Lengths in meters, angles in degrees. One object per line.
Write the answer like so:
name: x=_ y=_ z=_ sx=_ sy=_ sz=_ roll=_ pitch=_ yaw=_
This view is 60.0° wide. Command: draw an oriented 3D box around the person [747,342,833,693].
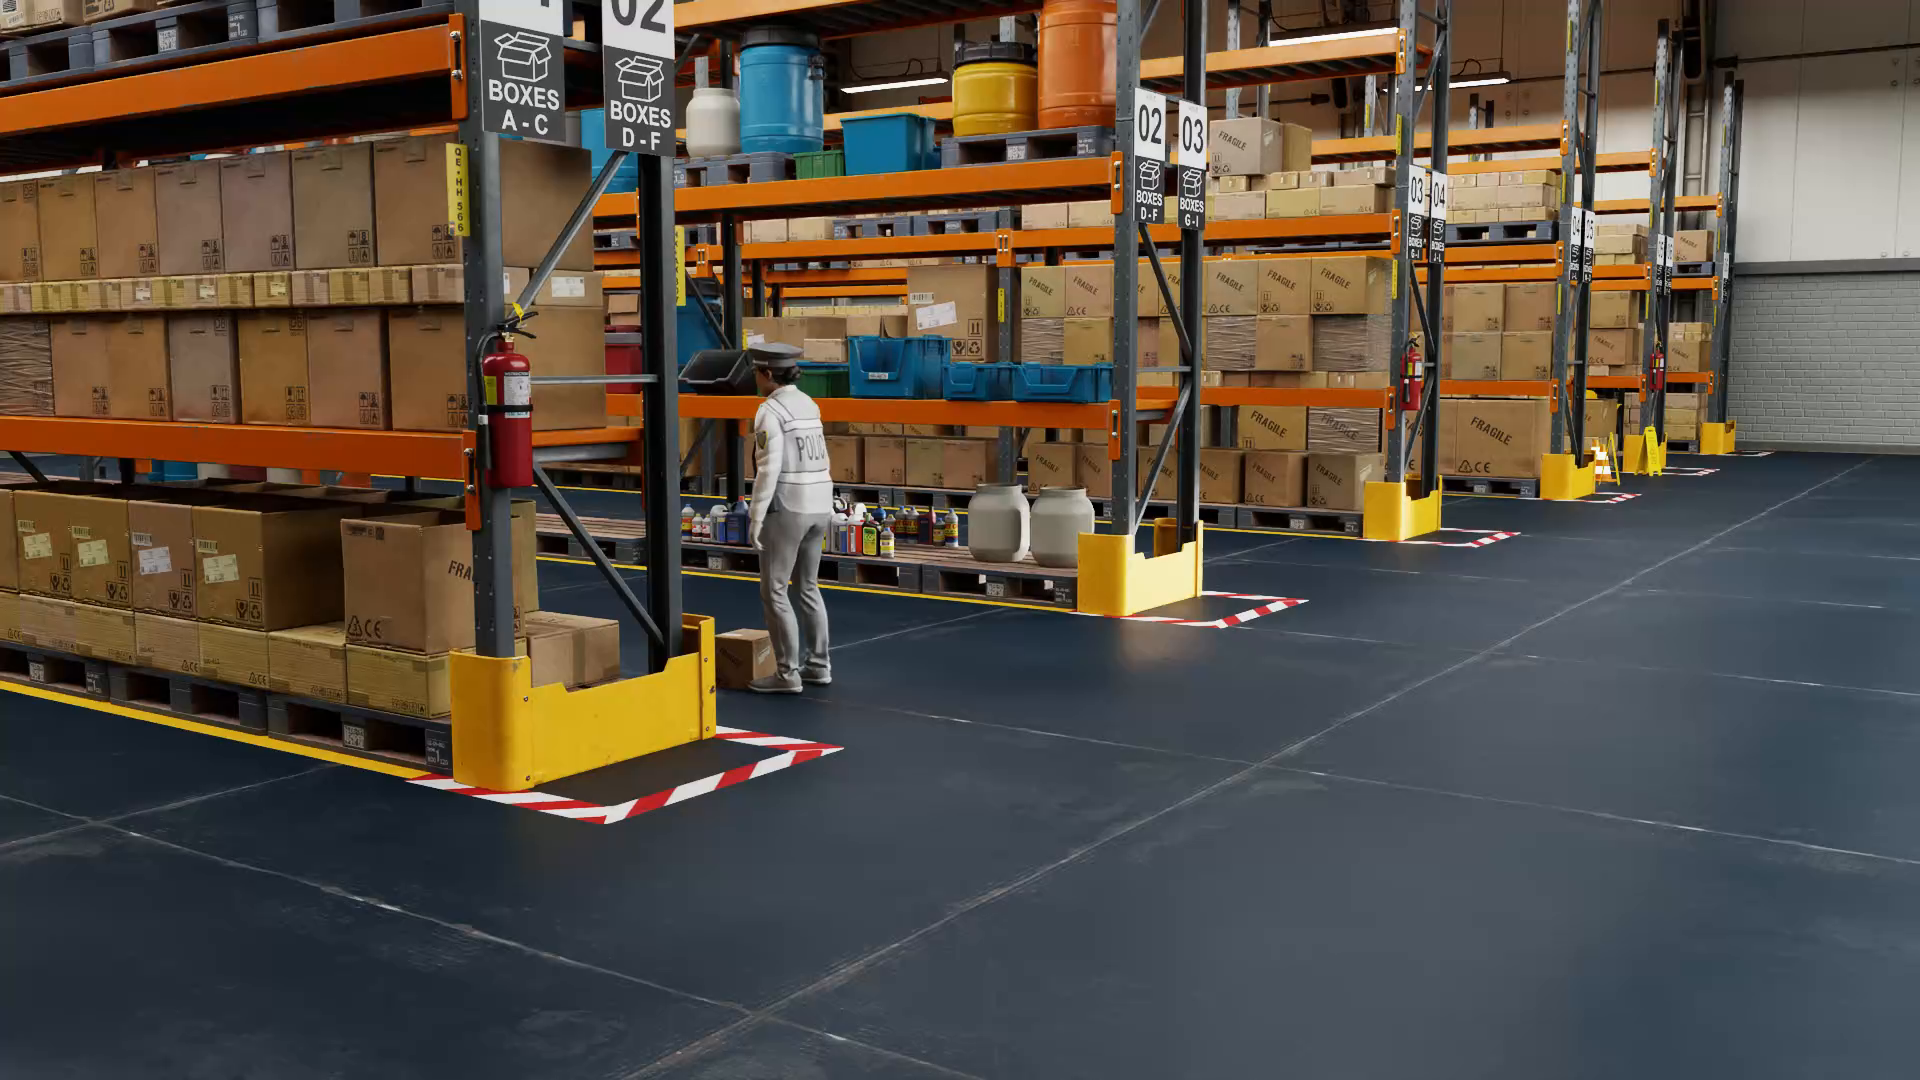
person: x=-0.818 y=-0.107 z=7.944 sx=0.375 sy=1.663 sz=0.540 roll=4 pitch=7 yaw=30
